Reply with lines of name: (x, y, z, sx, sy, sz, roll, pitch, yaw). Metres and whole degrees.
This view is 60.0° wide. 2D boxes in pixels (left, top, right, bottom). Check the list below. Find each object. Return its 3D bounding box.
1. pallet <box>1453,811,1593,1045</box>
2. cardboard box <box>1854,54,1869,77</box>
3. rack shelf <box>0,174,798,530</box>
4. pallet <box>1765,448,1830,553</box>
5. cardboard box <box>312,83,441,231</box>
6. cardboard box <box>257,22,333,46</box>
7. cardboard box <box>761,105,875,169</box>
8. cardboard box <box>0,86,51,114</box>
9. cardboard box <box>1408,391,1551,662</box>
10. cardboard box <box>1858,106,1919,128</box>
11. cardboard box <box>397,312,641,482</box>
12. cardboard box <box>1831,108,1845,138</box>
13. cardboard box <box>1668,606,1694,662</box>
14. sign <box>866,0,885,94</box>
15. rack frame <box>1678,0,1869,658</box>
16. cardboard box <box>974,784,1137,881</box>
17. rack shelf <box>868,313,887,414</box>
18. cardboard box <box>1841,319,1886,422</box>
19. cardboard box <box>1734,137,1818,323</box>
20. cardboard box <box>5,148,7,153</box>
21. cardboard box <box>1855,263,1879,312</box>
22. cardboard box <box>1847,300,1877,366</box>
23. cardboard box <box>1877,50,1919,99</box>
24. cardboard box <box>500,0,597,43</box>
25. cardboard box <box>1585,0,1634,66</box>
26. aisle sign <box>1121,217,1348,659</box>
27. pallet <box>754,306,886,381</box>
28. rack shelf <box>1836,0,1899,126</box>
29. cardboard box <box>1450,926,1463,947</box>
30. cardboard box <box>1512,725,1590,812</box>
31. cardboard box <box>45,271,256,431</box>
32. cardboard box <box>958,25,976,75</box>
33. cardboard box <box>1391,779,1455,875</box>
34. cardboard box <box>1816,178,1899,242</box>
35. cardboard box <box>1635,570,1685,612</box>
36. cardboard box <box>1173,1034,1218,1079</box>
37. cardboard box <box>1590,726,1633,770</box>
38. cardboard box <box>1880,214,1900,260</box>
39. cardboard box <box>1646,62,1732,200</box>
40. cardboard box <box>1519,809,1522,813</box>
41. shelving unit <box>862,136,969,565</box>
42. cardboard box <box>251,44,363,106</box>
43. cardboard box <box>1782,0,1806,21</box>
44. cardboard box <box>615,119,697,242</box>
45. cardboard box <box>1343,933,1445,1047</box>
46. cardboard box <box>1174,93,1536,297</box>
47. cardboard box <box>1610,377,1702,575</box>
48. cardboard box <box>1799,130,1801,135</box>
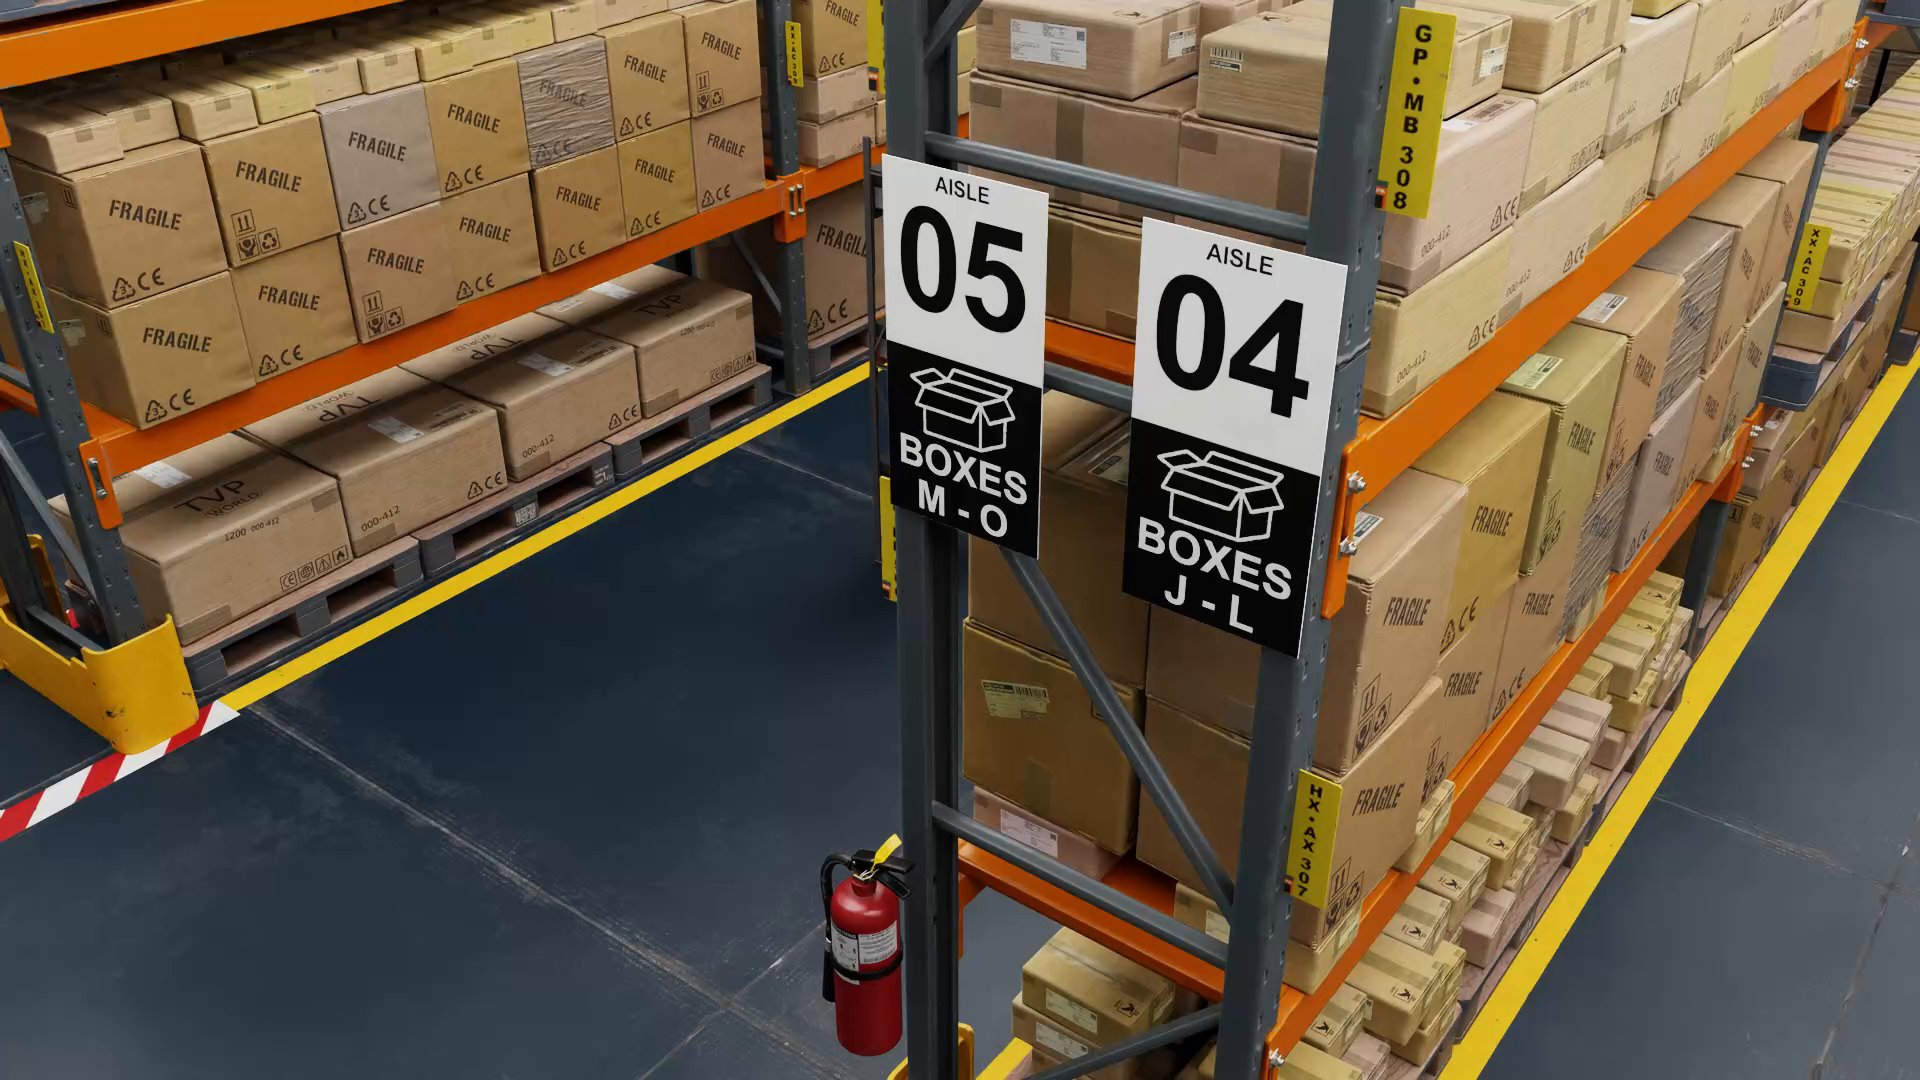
pallet: (1.589, 1.178, 6.056, 1.003, 0.211, 1.213, 21, 37, 31)
cardboard box: (4.681, -2.628, 8.993, 0.380, 0.149, 0.250, 21, 37, 31)
rack shelf: (-2.512, -1.164, 7.977, 1.077, 0.370, 4.000, 21, 37, 31)
pallet: (3.908, -0.419, 8.750, 1.003, 0.211, 1.213, 21, 37, 31)
cardboard box: (-2.592, -1.665, 7.038, 0.500, 0.500, 0.500, 21, 36, 31)
cardboard box: (-2.936, -2.155, 7.230, 0.380, 0.149, 0.250, 22, 37, 32)
cardboard box: (-0.829, -2.319, 9.368, 0.500, 0.250, 0.500, 20, 36, 30)
cardboard box: (-3.662, -1.620, 6.326, 0.380, 0.149, 0.250, 22, 37, 32)
cardboard box: (1.070, -0.087, 4.084, 0.500, 0.500, 0.500, 22, 37, 33)
cardboard box: (4.405, -1.893, 7.753, 0.380, 0.149, 0.250, 23, 38, 34)
cardboard box: (-2.309, -0.778, 8.722, 0.875, 0.438, 0.875, 20, 36, 30)
cardboard box: (4.524, -2.273, 8.978, 0.380, 0.149, 0.250, 23, 38, 34)
cardboard box: (2.766, 0.340, 6.827, 0.380, 0.149, 0.250, 22, 37, 32)
sign: (-0.142, -1.028, 3.232, 0.100, 0.325, 0.005, 21, 37, 31)
rack frame: (2.703, -0.804, 6.664, 1.000, 3.000, 0.127, 21, 37, 31)
cardboard box: (0.260, 0.711, 4.355, 0.380, 0.149, 0.250, 21, 37, 31)
rack shelf: (-0.100, -0.824, 7.608, 0.431, 0.518, 0.480, 21, 37, 31)
cardboard box: (4.612, -0.977, 8.996, 0.500, 0.500, 0.500, 23, 38, 33)
cardboard box: (2.635, -1.130, 5.845, 0.500, 0.500, 0.500, 20, 36, 30)
cardboard box: (-3.618, -1.403, 6.596, 0.500, 0.500, 0.500, 22, 37, 33)
cardboard box: (3.624, -1.110, 7.015, 0.380, 0.149, 0.250, 21, 37, 32)
cardboard box: (4.298, -1.088, 8.449, 0.500, 0.250, 0.500, 22, 37, 32)
cardboard box: (5.604, -2.572, 9.550, 0.500, 0.500, 0.500, 22, 37, 32)
cardboard box: (-1.902, -2.422, 7.679, 0.380, 0.149, 0.250, 21, 36, 31)
cardboard box: (1.203, -1.136, 3.549, 0.380, 0.149, 0.250, 22, 37, 32)
aisle sign: (0.483, -0.174, 3.052, 0.394, 0.787, 0.004, 21, 37, 31)
pallet: (-0.899, -1.423, 10.444, 1.003, 0.211, 1.213, 21, 37, 31)
rack shelf: (3.910, -2.598, 7.454, 1.077, 0.370, 4.000, 21, 37, 31)
cardboard box: (1.416, 1.316, 5.472, 0.380, 0.149, 0.250, 21, 37, 31)
cardboard box: (1.967, 0.764, 5.820, 0.380, 0.149, 0.250, 20, 36, 30)
cardboard box: (-3.201, -0.810, 6.576, 0.500, 0.500, 0.500, 21, 36, 31)
cardboard box: (-0.196, -2.946, 9.936, 0.500, 0.250, 0.500, 22, 37, 32)
cardboard box: (1.071, 0.690, 4.389, 0.380, 0.149, 0.250, 20, 36, 30)
cardboard box: (3.628, -1.369, 6.869, 0.380, 0.149, 0.250, 21, 37, 32)
cardboard box: (2.695, 0.211, 6.753, 0.380, 0.149, 0.250, 22, 37, 33)
cardboard box: (0.809, 1.606, 4.690, 0.380, 0.149, 0.250, 23, 38, 33)
cardboard box: (2.406, 0.714, 6.488, 0.380, 0.149, 0.250, 20, 36, 30)
cardboard box: (3.774, -1.340, 7.111, 0.380, 0.149, 0.250, 19, 36, 29)
cardboard box: (1.705, -1.140, 4.436, 0.500, 0.250, 0.500, 21, 37, 31)
cardboard box: (1.724, 0.948, 5.801, 0.380, 0.149, 0.250, 23, 38, 33)
shelving unit: (-0.100, -0.836, 7.601, 0.431, 2.100, 0.503, 21, 37, 31)
cardboard box: (-2.674, -1.906, 6.808, 0.380, 0.149, 0.250, 22, 37, 32)
cardboard box: (2.303, -1.771, 5.010, 0.500, 0.250, 0.500, 19, 36, 29)
cardboard box: (-1.687, -1.851, 8.333, 0.500, 0.500, 0.500, 20, 36, 30)
cardboard box: (1.200, 1.292, 4.929, 0.380, 0.149, 0.250, 21, 37, 31)
cardboard box: (0.766, -0.721, 3.240, 0.500, 0.250, 0.500, 22, 37, 32)
cardboard box: (2.020, -0.279, 5.388, 0.500, 0.500, 0.500, 21, 37, 31)
cardboard box: (4.042, -2.071, 8.346, 0.380, 0.149, 0.250, 21, 37, 31)
